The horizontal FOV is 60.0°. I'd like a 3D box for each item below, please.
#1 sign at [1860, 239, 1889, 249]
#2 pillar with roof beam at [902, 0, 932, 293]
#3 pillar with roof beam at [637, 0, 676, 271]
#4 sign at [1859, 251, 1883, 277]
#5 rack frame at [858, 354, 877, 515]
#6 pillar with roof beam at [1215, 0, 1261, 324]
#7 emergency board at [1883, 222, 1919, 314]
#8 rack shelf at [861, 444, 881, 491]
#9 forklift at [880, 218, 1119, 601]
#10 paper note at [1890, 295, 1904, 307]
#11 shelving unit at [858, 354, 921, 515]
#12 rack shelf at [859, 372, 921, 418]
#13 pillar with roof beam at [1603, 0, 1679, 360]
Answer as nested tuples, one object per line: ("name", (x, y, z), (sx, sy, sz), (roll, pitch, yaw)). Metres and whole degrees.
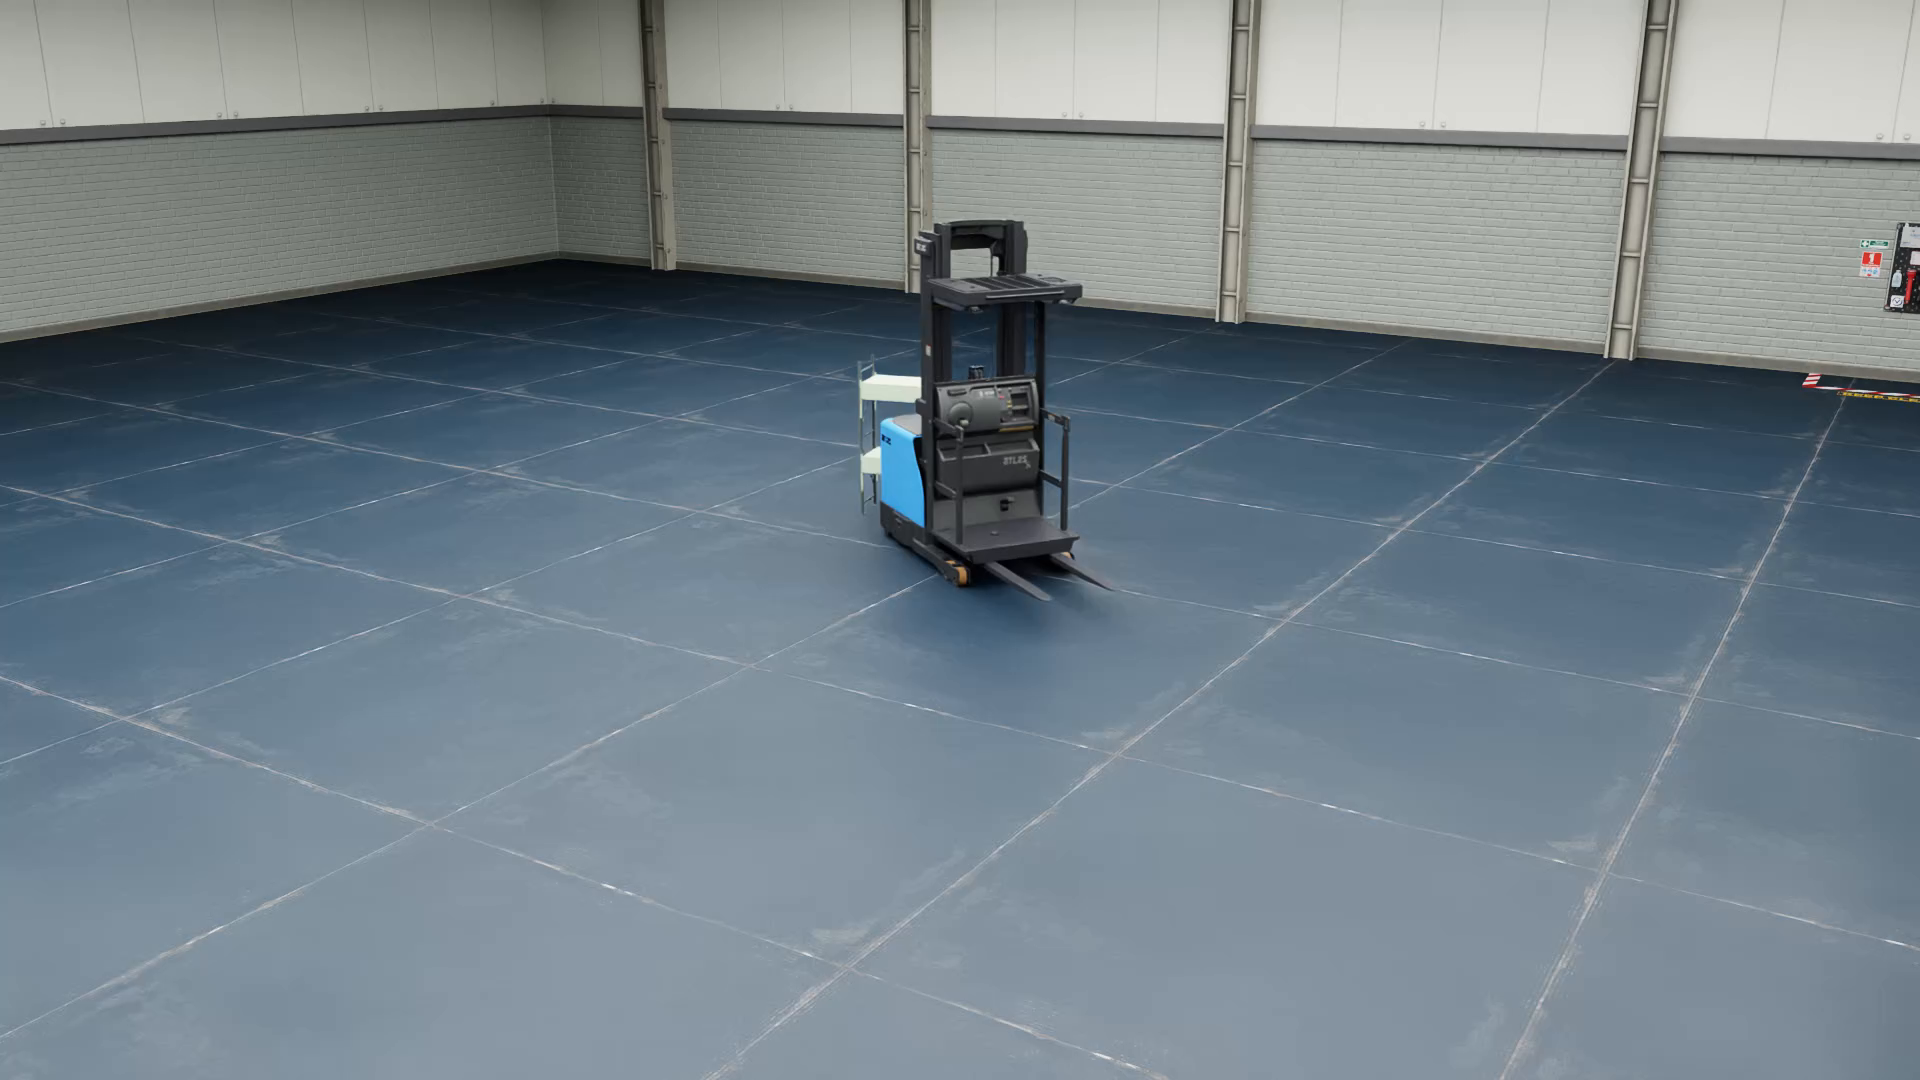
("sign", (12.095, -3.911, 21.991), (0.331, 0.109, 0.001), (10, 20, 30))
("pillar with roof beam", (-2.993, -7.690, 25.085), (0.400, 9.000, 9.100), (10, 20, 30))
("pillar with roof beam", (-8.106, -8.603, 28.089), (0.400, 9.000, 9.100), (10, 20, 30))
("sign", (12.095, -3.660, 22.078), (0.234, 0.329, 0.001), (10, 20, 30))
("rack frame", (-0.891, -1.014, 16.007), (0.023, 1.500, 0.400), (5, 18, 17))
("pillar with roof beam", (2.120, -6.778, 22.080), (0.400, 9.000, 9.100), (10, 20, 30))
("emergency board", (12.513, -3.534, 21.722), (0.643, 1.169, 0.194), (10, 20, 30))
("rack shelf", (-0.542, -0.670, 15.996), (0.720, 0.370, 0.431), (5, 18, 17))
("forklift", (0.332, -1.157, 14.017), (1.130, 2.935, 3.031), (-8, 18, -24))
("paper note", (12.398, -3.156, 21.995), (0.142, 0.148, 0.016), (10, 20, 30))
("shelving unit", (-0.542, -0.982, 15.901), (0.755, 1.500, 0.431), (5, 18, 17))
("rack shelf", (-0.542, -1.355, 15.788), (0.720, 0.370, 0.431), (5, 18, 17))
("pillar with roof beam", (7.233, -5.865, 19.076), (0.400, 9.000, 9.100), (10, 20, 30))
